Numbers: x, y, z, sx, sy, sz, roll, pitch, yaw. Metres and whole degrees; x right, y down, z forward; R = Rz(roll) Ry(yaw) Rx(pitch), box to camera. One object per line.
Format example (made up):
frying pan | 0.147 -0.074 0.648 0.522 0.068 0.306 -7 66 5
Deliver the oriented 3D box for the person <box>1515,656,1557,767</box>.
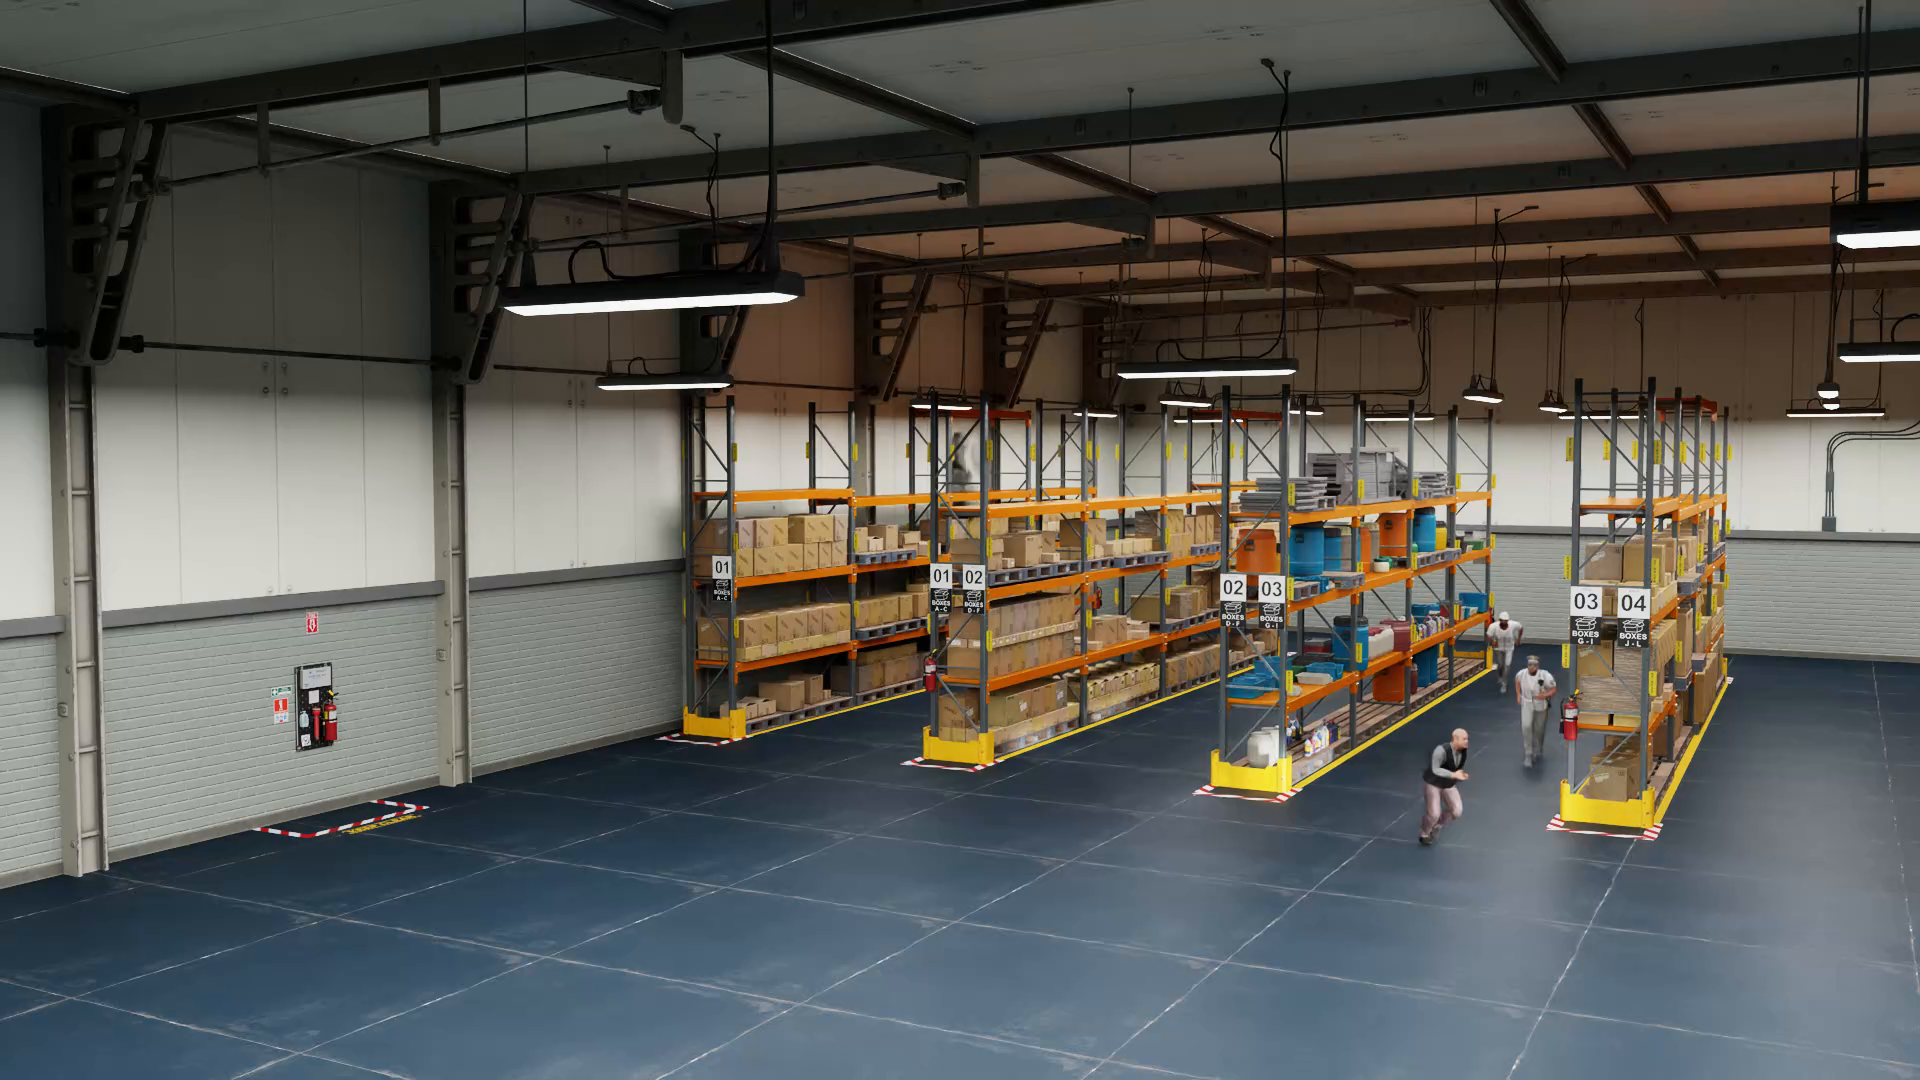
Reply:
person | 9.307 2.730 26.890 0.663 1.783 1.091 1 3 23

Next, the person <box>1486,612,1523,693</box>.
person | 11.457 2.339 35.043 0.743 1.713 1.056 1 3 14

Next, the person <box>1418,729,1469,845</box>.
person | 6.161 3.113 20.986 0.687 1.551 0.886 -2 3 -28
